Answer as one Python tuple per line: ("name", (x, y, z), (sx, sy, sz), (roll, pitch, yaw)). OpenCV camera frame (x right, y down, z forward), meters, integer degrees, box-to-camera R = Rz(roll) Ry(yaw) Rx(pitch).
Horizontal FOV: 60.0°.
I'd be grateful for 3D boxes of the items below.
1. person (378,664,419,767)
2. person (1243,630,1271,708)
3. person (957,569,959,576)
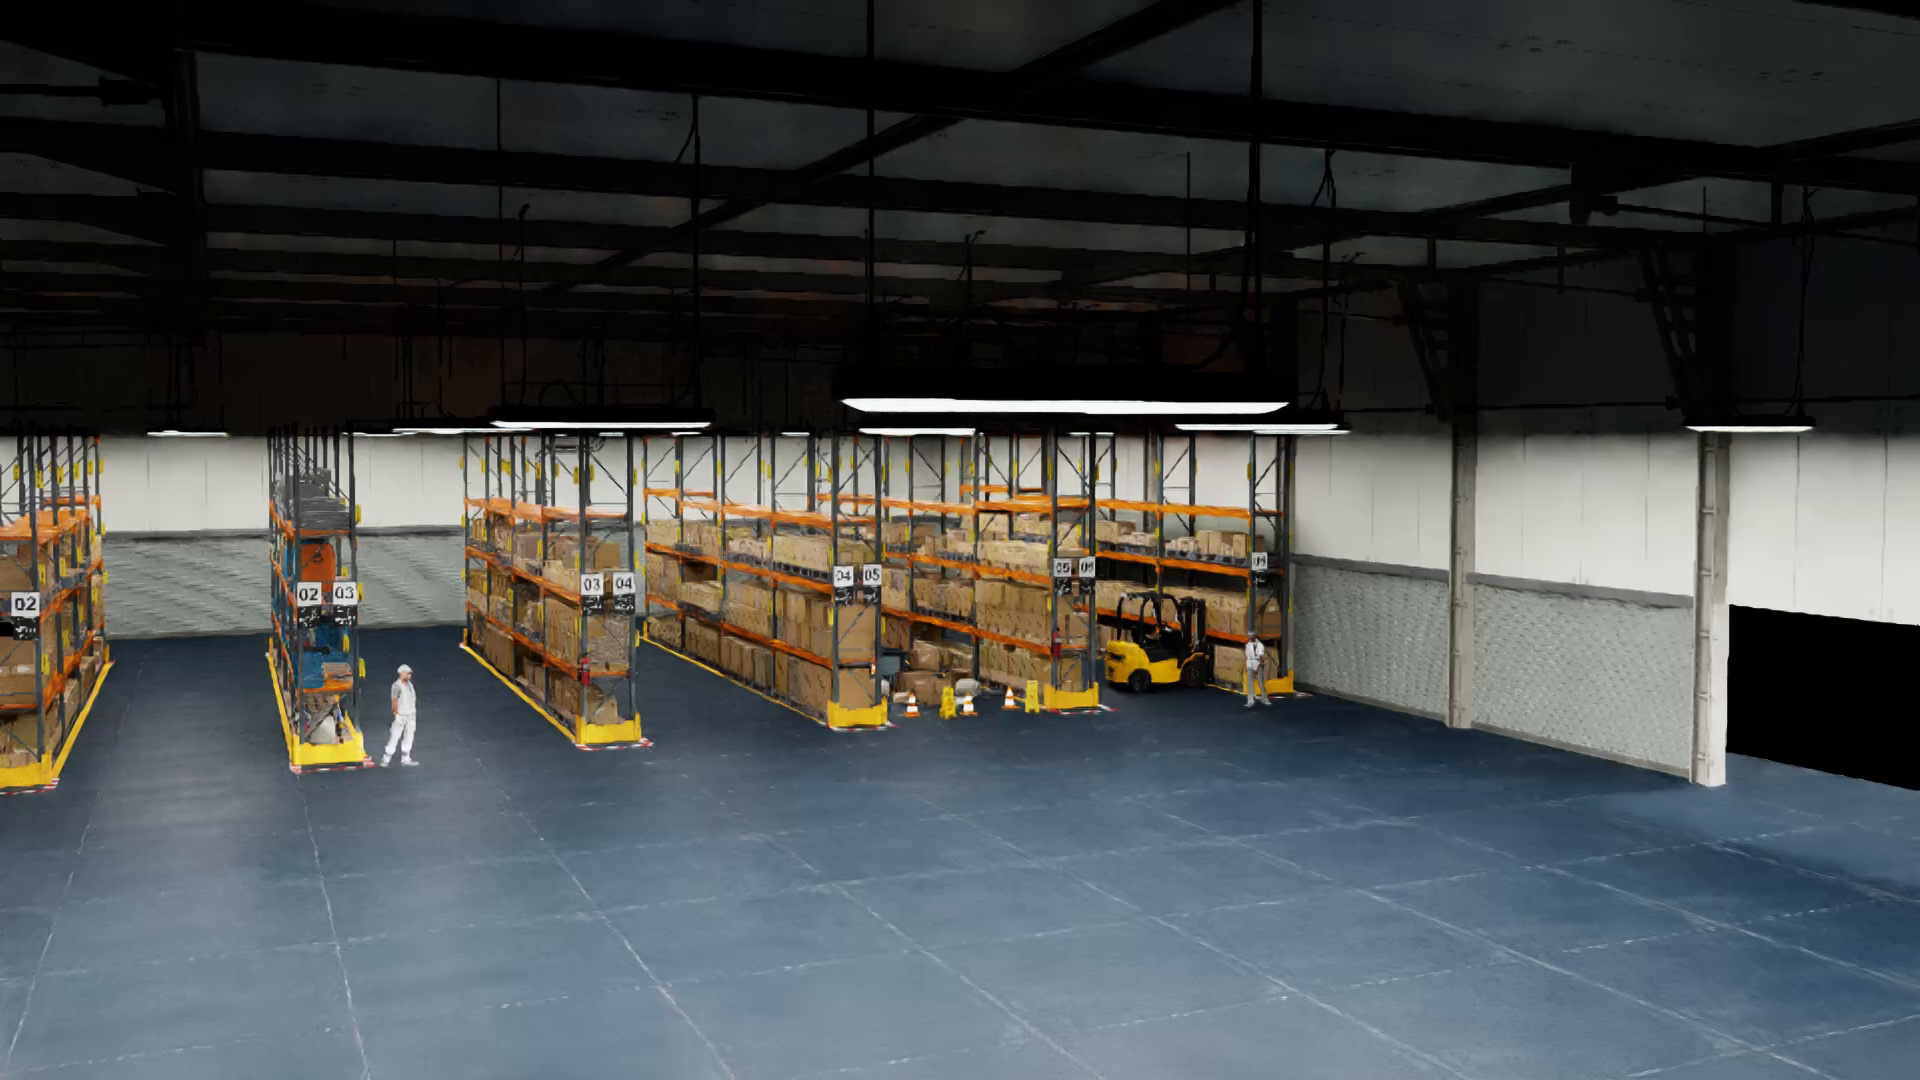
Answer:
("person", (-9.794, 3.065, 28.975), (0.494, 1.785, 0.713), (1, 4, 20))
("person", (6.333, 2.727, 35.502), (0.489, 1.656, 0.685), (3, 4, 38))
("person", (0.168, 1.550, 53.632), (0.672, 1.774, 0.439), (2, 4, 32))
